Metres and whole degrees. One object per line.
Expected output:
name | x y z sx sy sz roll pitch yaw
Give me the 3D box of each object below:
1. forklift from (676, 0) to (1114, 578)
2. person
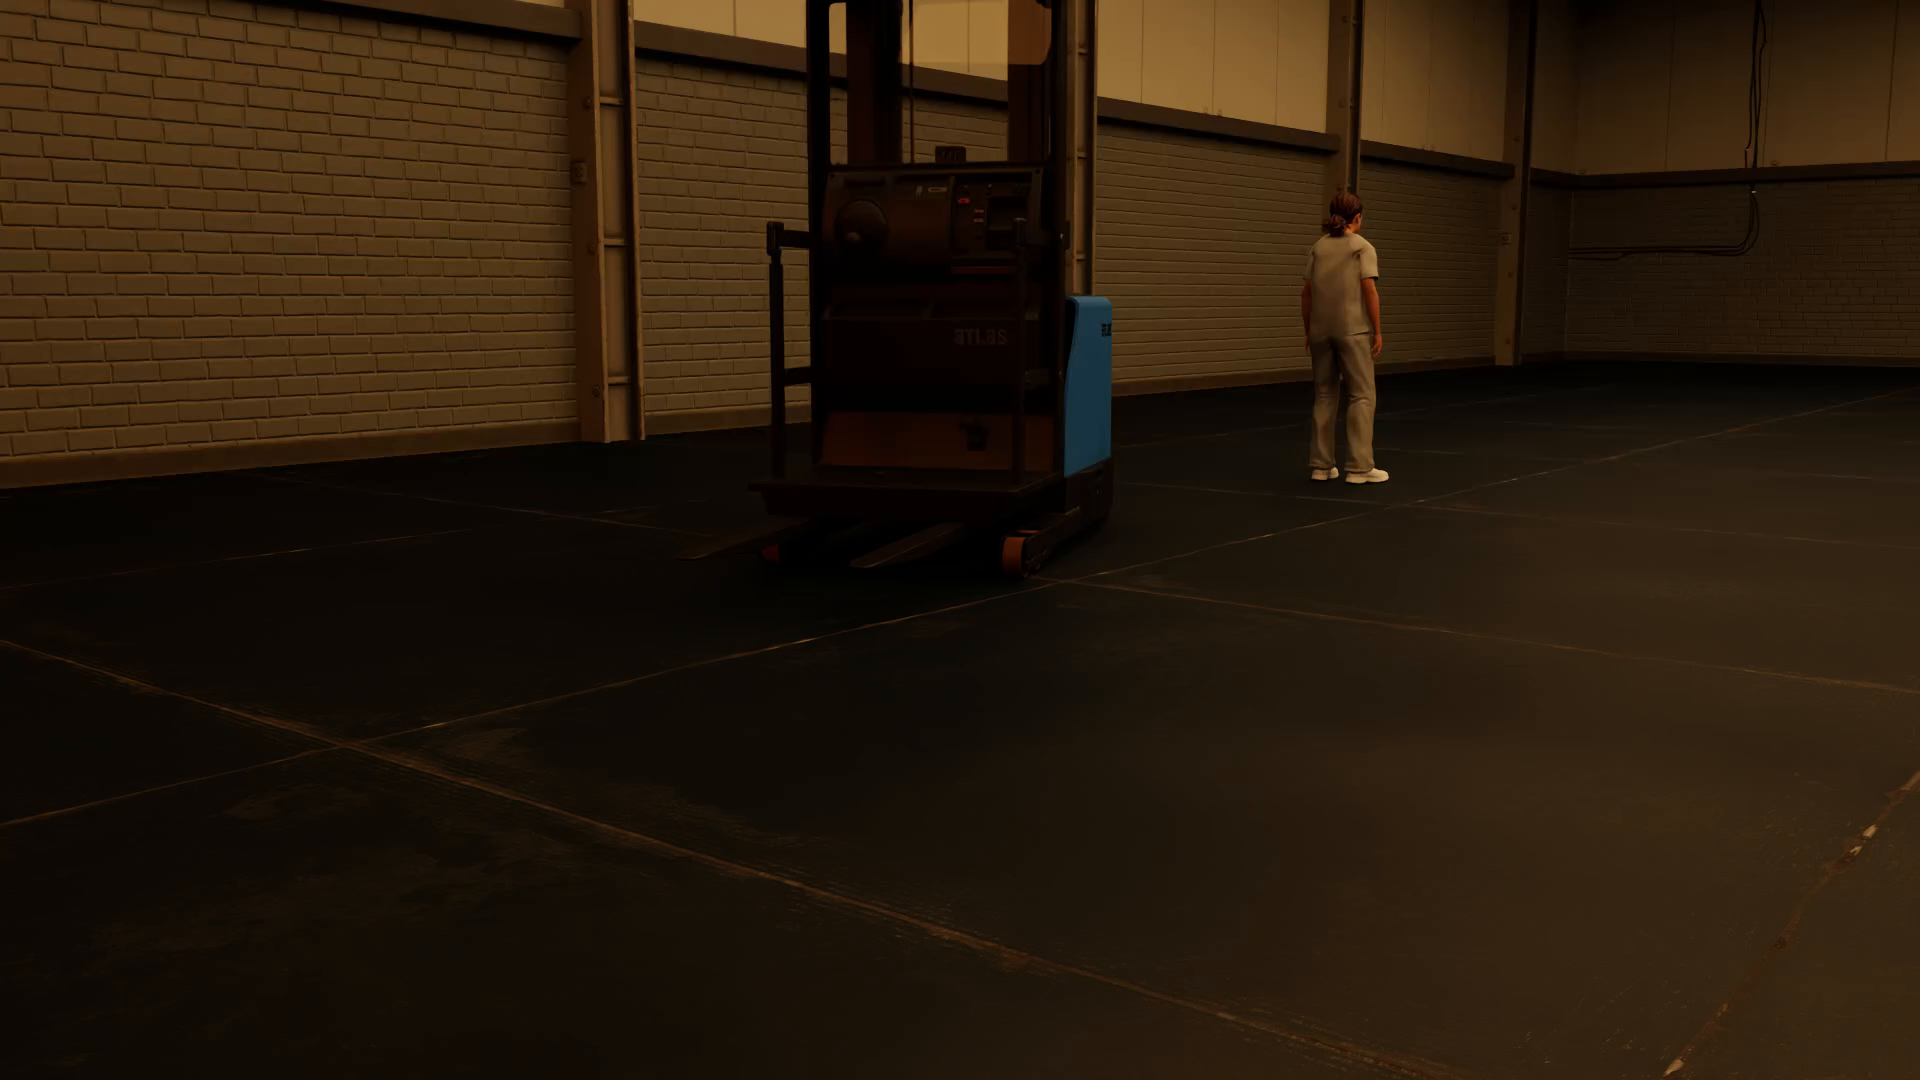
forklift | -0.176 -1.366 6.616 1.130 2.935 3.031 3 9 17
person | 2.228 -1.175 9.668 0.507 1.671 0.365 7 11 41
